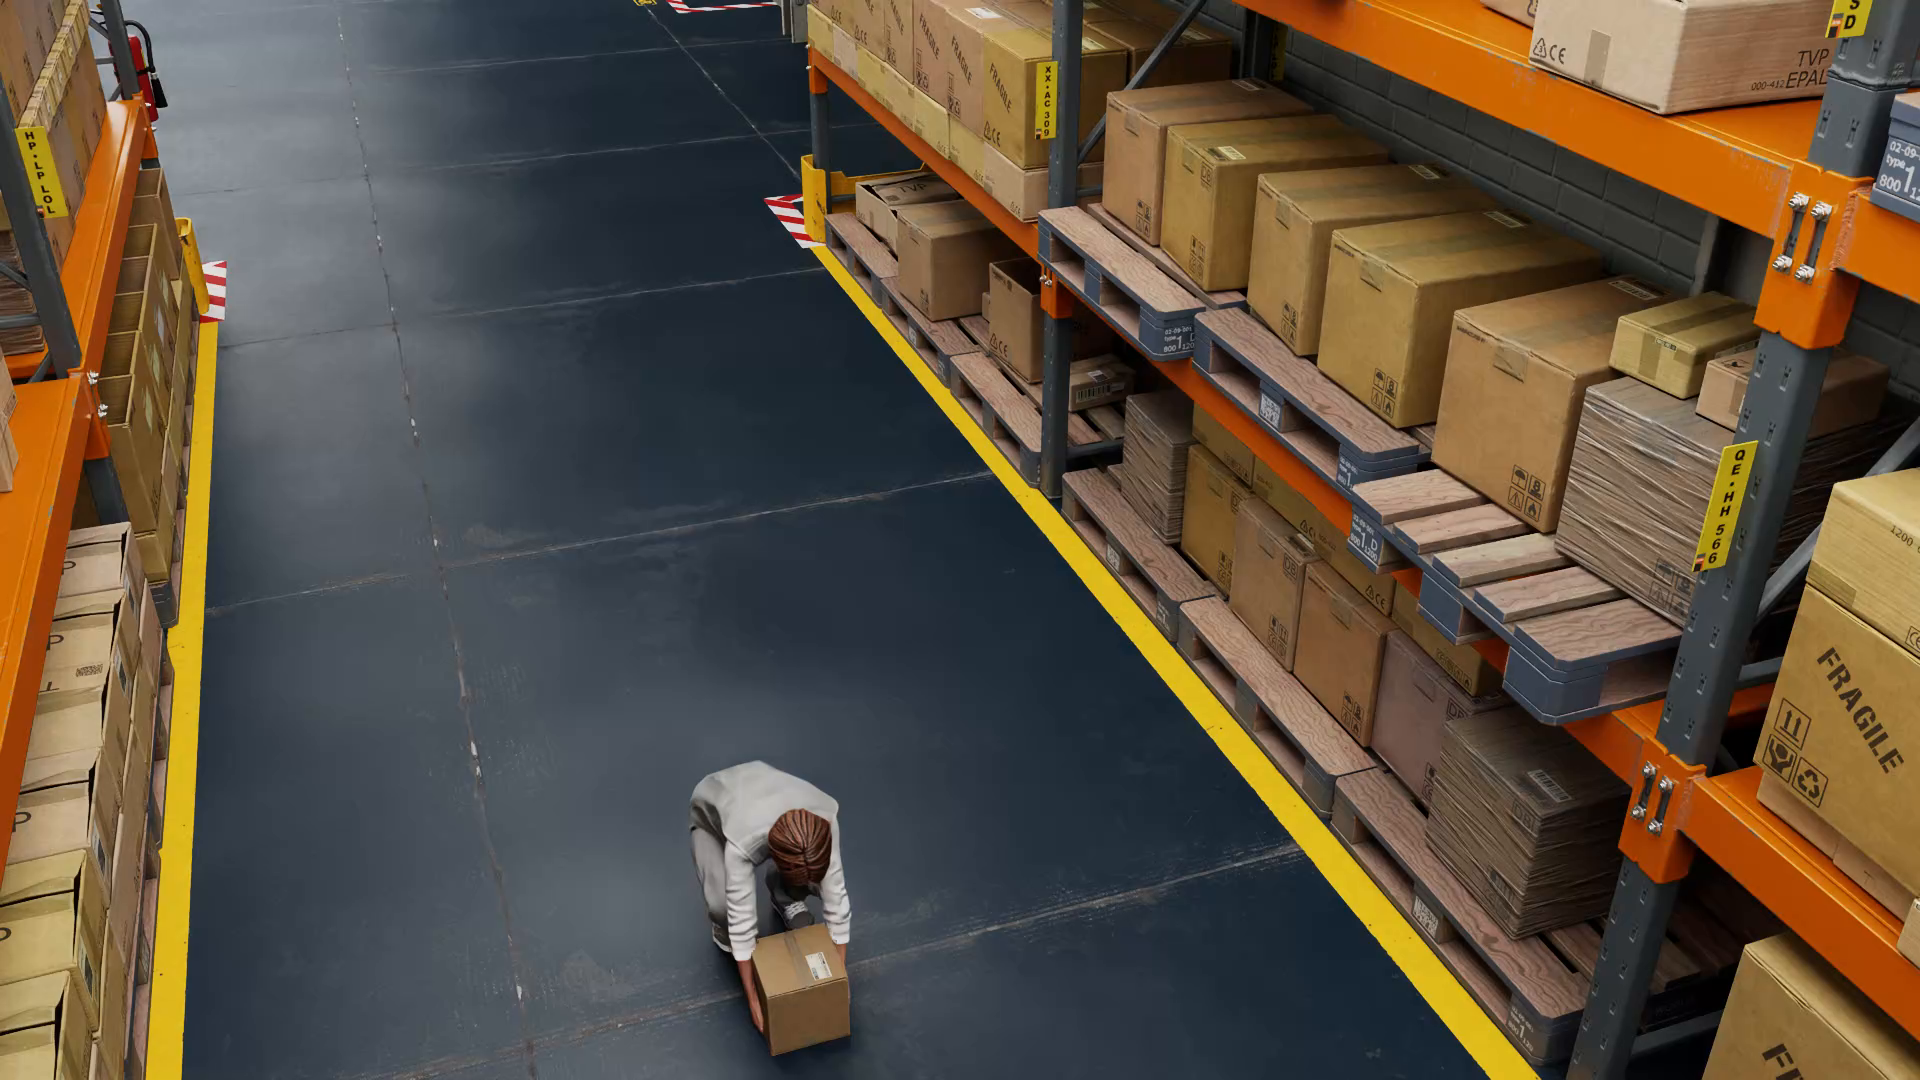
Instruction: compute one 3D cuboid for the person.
[{"bbox_3d":[-0.657,0.577,5.164,0.465,1.581,0.376,-12,32,-19],"label":"person"}]
